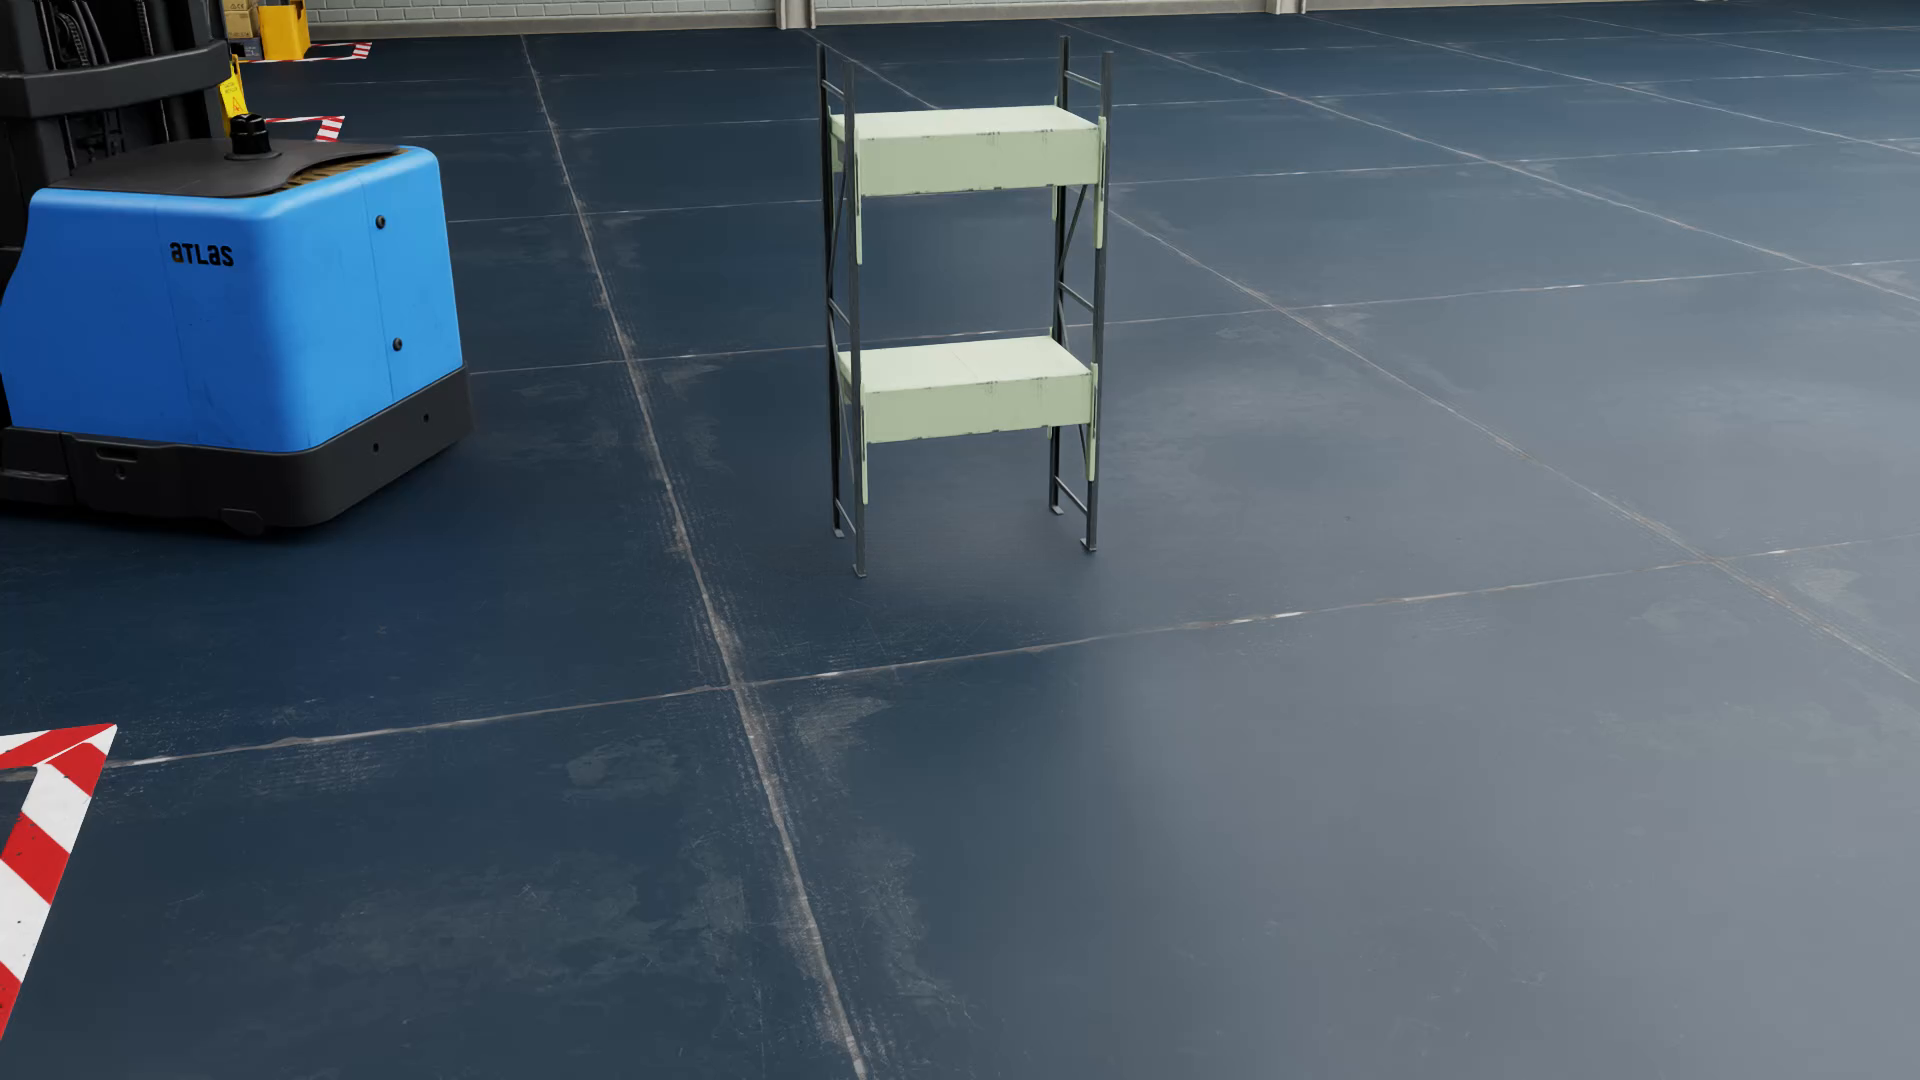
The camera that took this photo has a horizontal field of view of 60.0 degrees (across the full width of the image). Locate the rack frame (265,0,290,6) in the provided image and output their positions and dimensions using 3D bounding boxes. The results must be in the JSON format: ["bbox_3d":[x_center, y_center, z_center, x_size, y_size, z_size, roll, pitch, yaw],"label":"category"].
[{"bbox_3d":[-6.703,-6.222,15.947,0.127,3.000,1.000,-6,24,-14],"label":"rack frame"}]

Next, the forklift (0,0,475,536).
[{"bbox_3d":[-3.326,-1.664,5.410,3.031,2.935,1.130,6,24,14],"label":"forklift"}]

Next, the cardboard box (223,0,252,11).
[{"bbox_3d":[-7.087,-5.211,15.910,0.500,0.250,0.500,-7,24,-15],"label":"cardboard box"}]

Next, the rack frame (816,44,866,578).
[{"bbox_3d":[-0.346,-0.651,4.865,0.023,1.500,0.400,-6,24,-14],"label":"rack frame"}]

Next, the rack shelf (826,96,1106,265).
[{"bbox_3d":[0.006,-1.049,4.802,0.720,0.370,0.431,-6,24,-14],"label":"rack shelf"}]

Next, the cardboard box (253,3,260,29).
[{"bbox_3d":[-7.228,-5.173,16.457,0.500,0.250,0.500,-6,24,-14],"label":"cardboard box"}]

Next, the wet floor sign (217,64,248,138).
[{"bbox_3d":[-4.886,-2.870,11.120,0.232,0.644,0.267,2,23,4],"label":"wet floor sign"}]

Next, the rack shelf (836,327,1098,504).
[{"bbox_3d":[0.006,-0.390,5.084,0.720,0.370,0.431,-6,24,-14],"label":"rack shelf"}]

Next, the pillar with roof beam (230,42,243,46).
[{"bbox_3d":[-6.454,-7.613,11.579,0.400,9.000,9.100,-6,24,-14],"label":"pillar with roof beam"}]

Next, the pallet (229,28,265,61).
[{"bbox_3d":[-7.428,-4.843,16.270,1.213,0.211,1.003,-6,24,-14],"label":"pallet"}]

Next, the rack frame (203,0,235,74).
[{"bbox_3d":[-5.358,-4.338,11.556,0.127,3.000,1.000,-6,24,-14],"label":"rack frame"}]

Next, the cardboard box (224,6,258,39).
[{"bbox_3d":[-7.070,-4.981,16.010,0.500,0.250,0.500,-6,24,-14],"label":"cardboard box"}]

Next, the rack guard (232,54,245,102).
[{"bbox_3d":[-5.431,-3.181,12.030,0.348,0.500,1.175,-6,24,-14],"label":"rack guard"}]

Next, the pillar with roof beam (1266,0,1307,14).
[{"bbox_3d":[5.100,-8.891,14.558,0.400,9.000,9.100,-6,24,-14],"label":"pillar with roof beam"}]

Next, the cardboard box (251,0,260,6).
[{"bbox_3d":[-7.211,-5.410,16.374,0.500,0.250,0.500,-6,24,-13],"label":"cardboard box"}]

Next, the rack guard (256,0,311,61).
[{"bbox_3d":[-6.679,-5.076,16.445,0.348,0.500,1.175,-6,24,-14],"label":"rack guard"}]

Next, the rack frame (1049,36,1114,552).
[{"bbox_3d":[0.359,-0.729,5.047,0.023,1.500,0.400,-6,24,-14],"label":"rack frame"}]

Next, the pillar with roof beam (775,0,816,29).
[{"bbox_3d":[-0.677,-8.252,13.069,0.400,9.000,9.100,-6,24,-14],"label":"pillar with roof beam"}]

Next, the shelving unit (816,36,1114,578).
[{"bbox_3d":[0.006,-0.690,4.956,0.755,1.500,0.431,-6,24,-14],"label":"shelving unit"}]
